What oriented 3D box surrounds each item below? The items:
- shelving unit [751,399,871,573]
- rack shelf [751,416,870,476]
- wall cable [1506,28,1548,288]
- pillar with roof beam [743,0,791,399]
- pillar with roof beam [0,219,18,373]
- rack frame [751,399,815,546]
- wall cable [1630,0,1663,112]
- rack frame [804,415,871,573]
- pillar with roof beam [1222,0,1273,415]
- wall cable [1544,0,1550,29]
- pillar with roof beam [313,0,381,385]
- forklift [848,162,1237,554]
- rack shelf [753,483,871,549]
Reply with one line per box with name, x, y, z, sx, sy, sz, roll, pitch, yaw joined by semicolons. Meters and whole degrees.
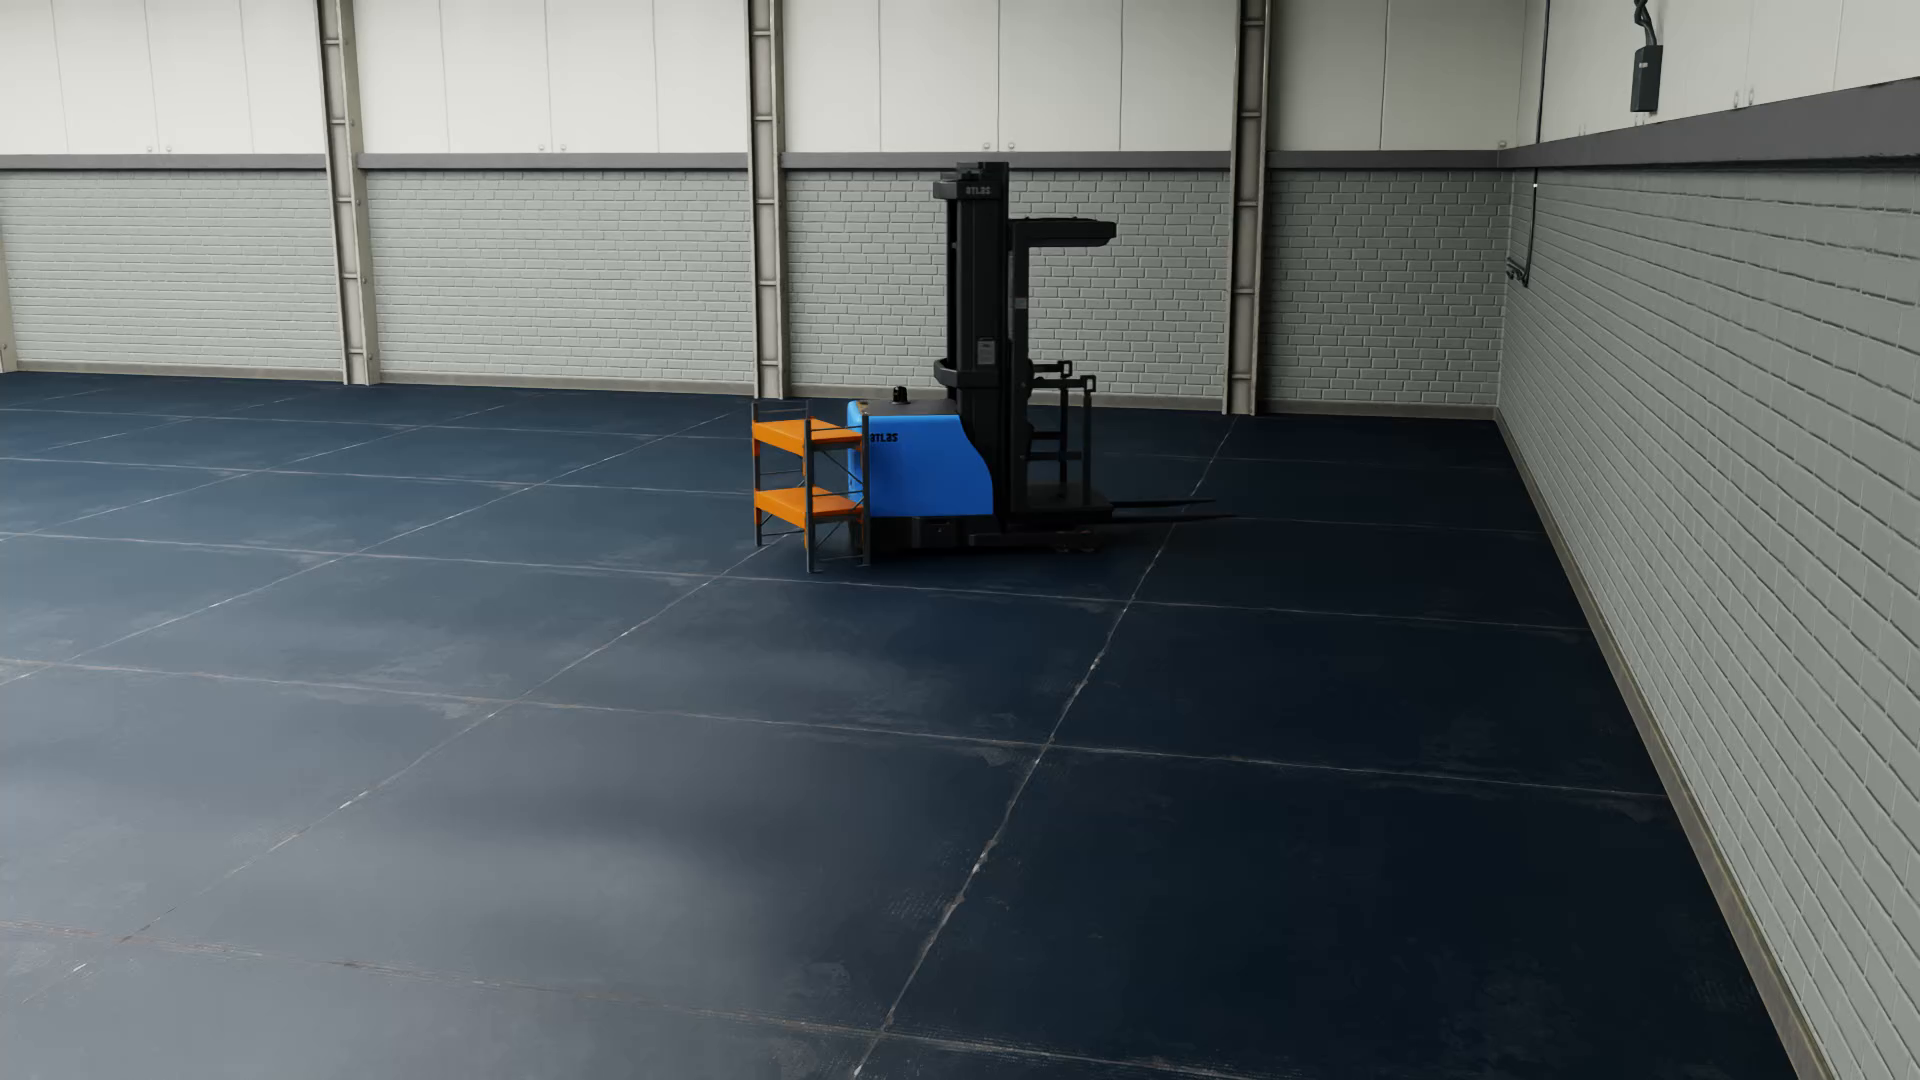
shelving unit;-1.136;-0.432;12.584;0.538;1.125;1.048;-7;14;-28
rack shelf;-1.136;-0.718;12.521;0.538;0.278;1.000;-7;14;-28
wall cable;5.937;-3.988;17.601;0.112;2.526;3.097;3;13;14
pillar with roof beam;-3.463;-5.341;16.530;0.400;9.000;9.100;3;13;14
pillar with roof beam;-15.113;-5.964;19.337;0.400;9.000;9.100;3;13;14
rack frame;-1.379;-0.529;13.020;0.500;1.125;0.032;-7;14;-28
wall cable;3.647;-5.168;7.902;0.169;6.003;2.305;3;13;14
rack frame;-0.893;-0.335;12.148;0.500;1.125;0.032;-7;14;-28
pillar with roof beam;2.362;-5.029;15.127;0.400;9.000;9.100;3;13;14
wall cable;5.289;-5.885;14.490;0.112;2.526;3.097;3;13;14
pillar with roof beam;-9.288;-5.652;17.934;0.400;9.000;9.100;3;13;14
forklift;0.644;-1.443;12.971;3.031;2.935;1.130;-1;13;-7
rack shelf;-1.136;-0.193;12.637;0.538;0.278;1.000;-7;14;-28
